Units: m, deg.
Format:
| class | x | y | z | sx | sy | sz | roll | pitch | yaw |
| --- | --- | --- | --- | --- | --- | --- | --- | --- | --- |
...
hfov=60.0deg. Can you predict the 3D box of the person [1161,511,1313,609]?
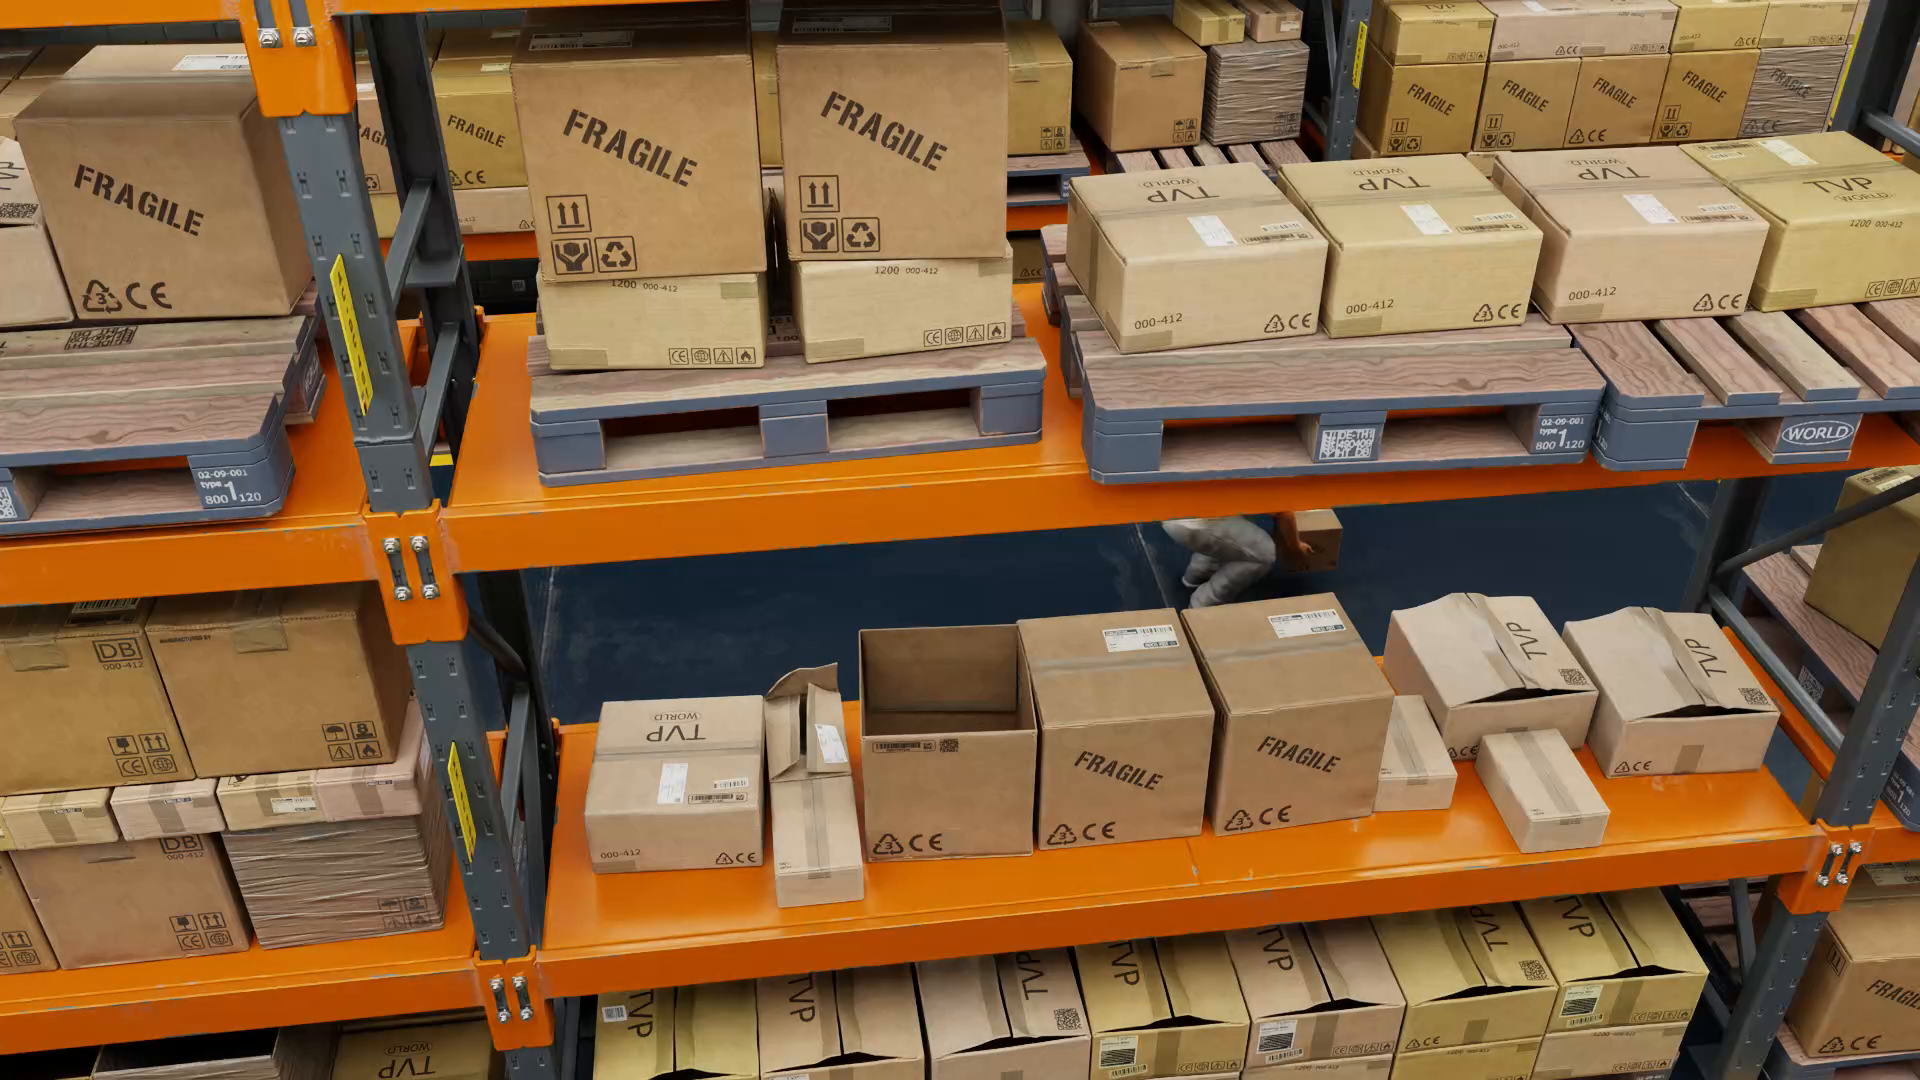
| class | x | y | z | sx | sy | sz | roll | pitch | yaw |
| --- | --- | --- | --- | --- | --- | --- | --- | --- | --- |
| person | 1.300 | -0.181 | 7.893 | 0.826 | 1.108 | 0.537 | -4 | 35 | -6 |
